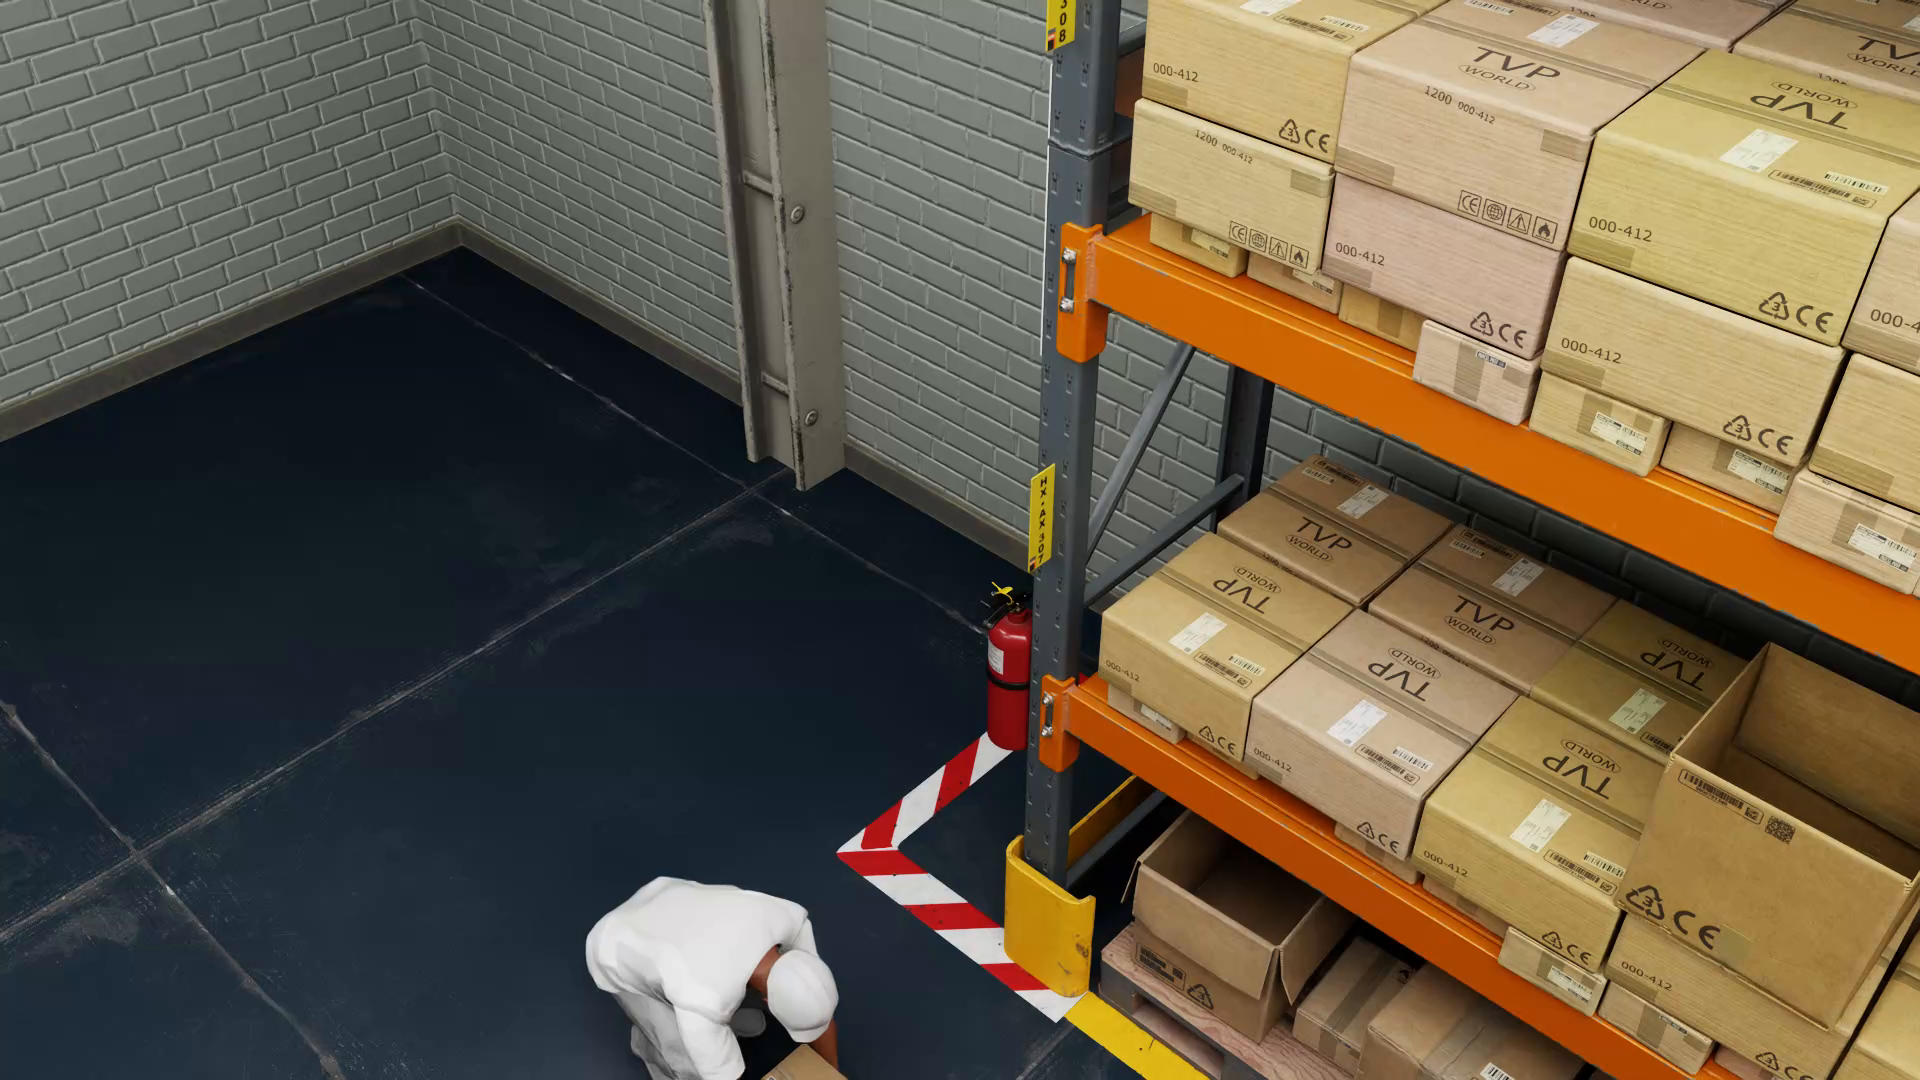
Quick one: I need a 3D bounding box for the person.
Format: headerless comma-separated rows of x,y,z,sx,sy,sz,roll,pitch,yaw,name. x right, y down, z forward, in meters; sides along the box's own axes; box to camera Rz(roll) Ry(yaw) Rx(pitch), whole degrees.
-0.868,0.952,4.971,0.460,1.759,0.629,28,47,30,person
